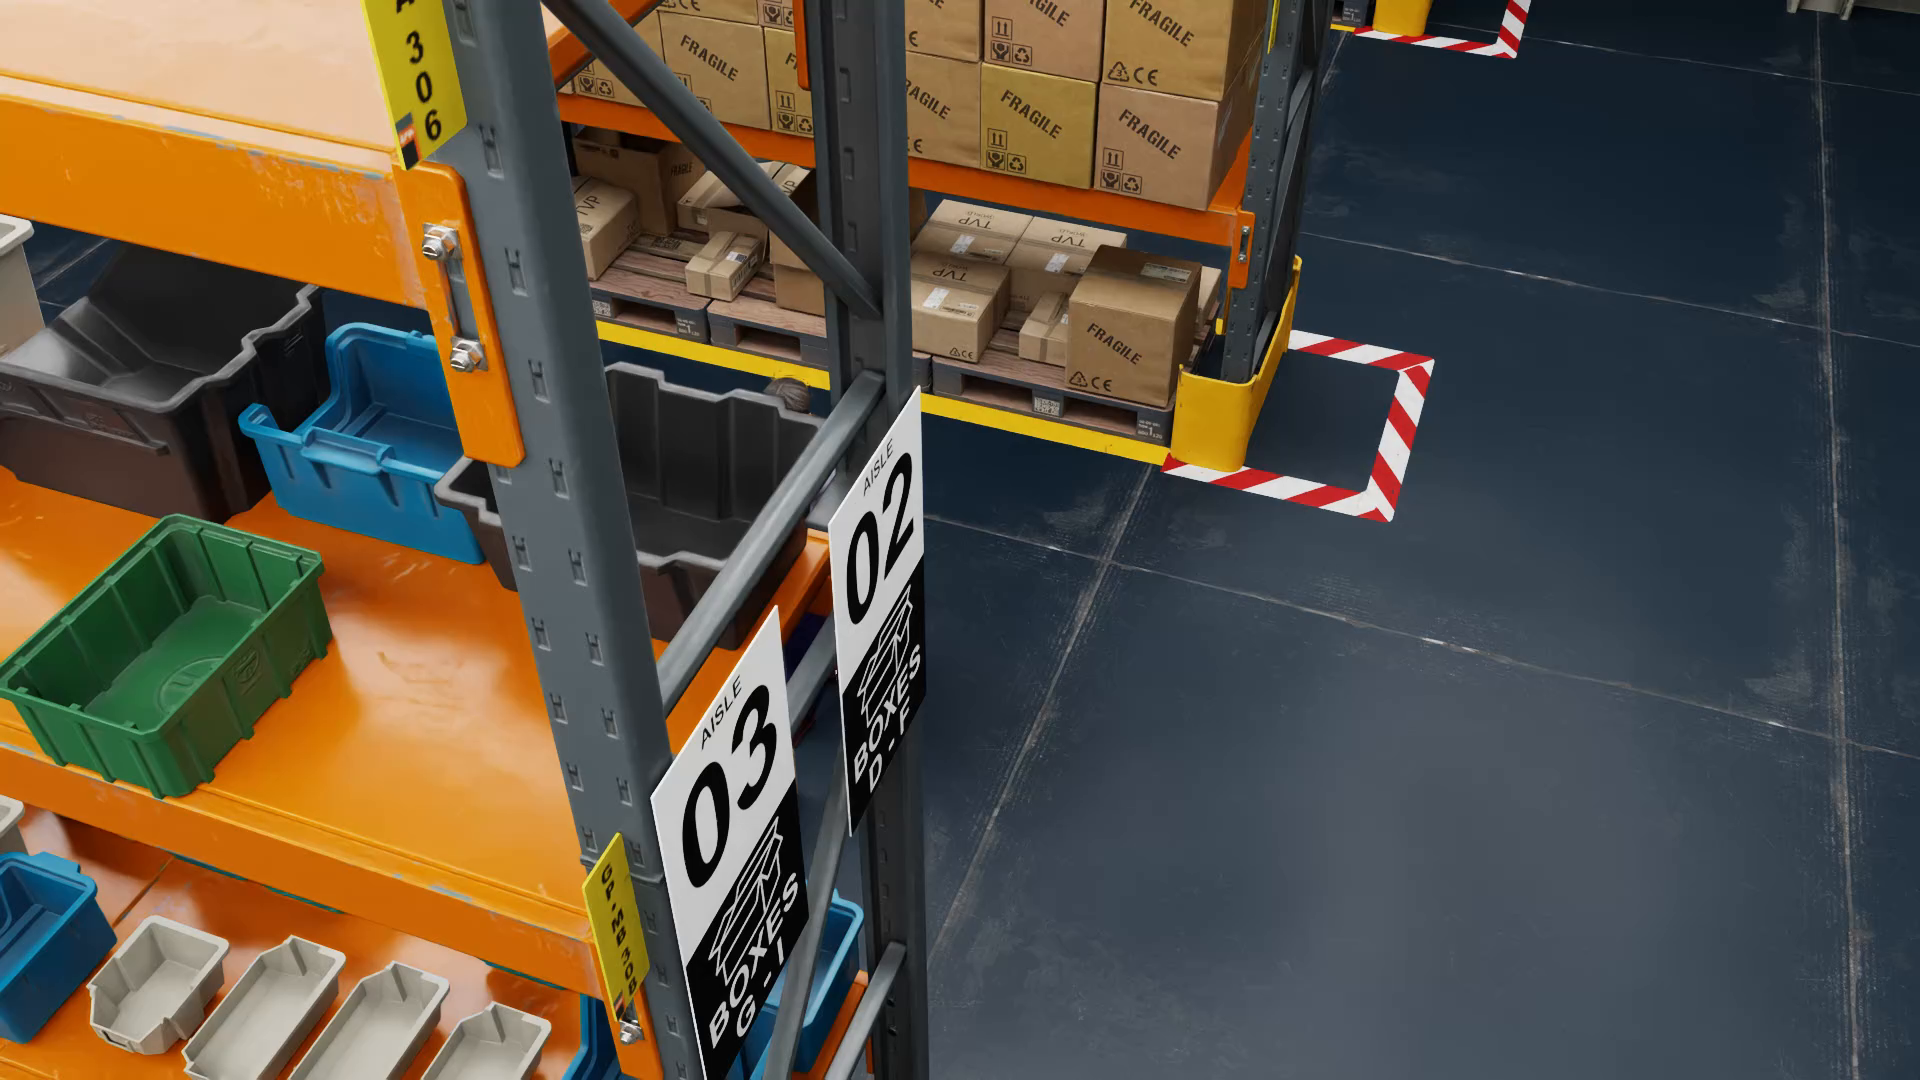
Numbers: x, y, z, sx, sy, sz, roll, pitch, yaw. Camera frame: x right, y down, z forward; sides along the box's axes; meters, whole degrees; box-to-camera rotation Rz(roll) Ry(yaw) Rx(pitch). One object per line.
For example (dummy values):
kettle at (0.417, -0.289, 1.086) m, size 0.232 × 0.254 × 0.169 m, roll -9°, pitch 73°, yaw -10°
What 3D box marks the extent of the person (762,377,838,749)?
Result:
person at (-0.594, 0.066, 6.087) m, size 0.506 × 1.651 × 0.626 m, roll 30°, pitch 50°, yaw 29°
